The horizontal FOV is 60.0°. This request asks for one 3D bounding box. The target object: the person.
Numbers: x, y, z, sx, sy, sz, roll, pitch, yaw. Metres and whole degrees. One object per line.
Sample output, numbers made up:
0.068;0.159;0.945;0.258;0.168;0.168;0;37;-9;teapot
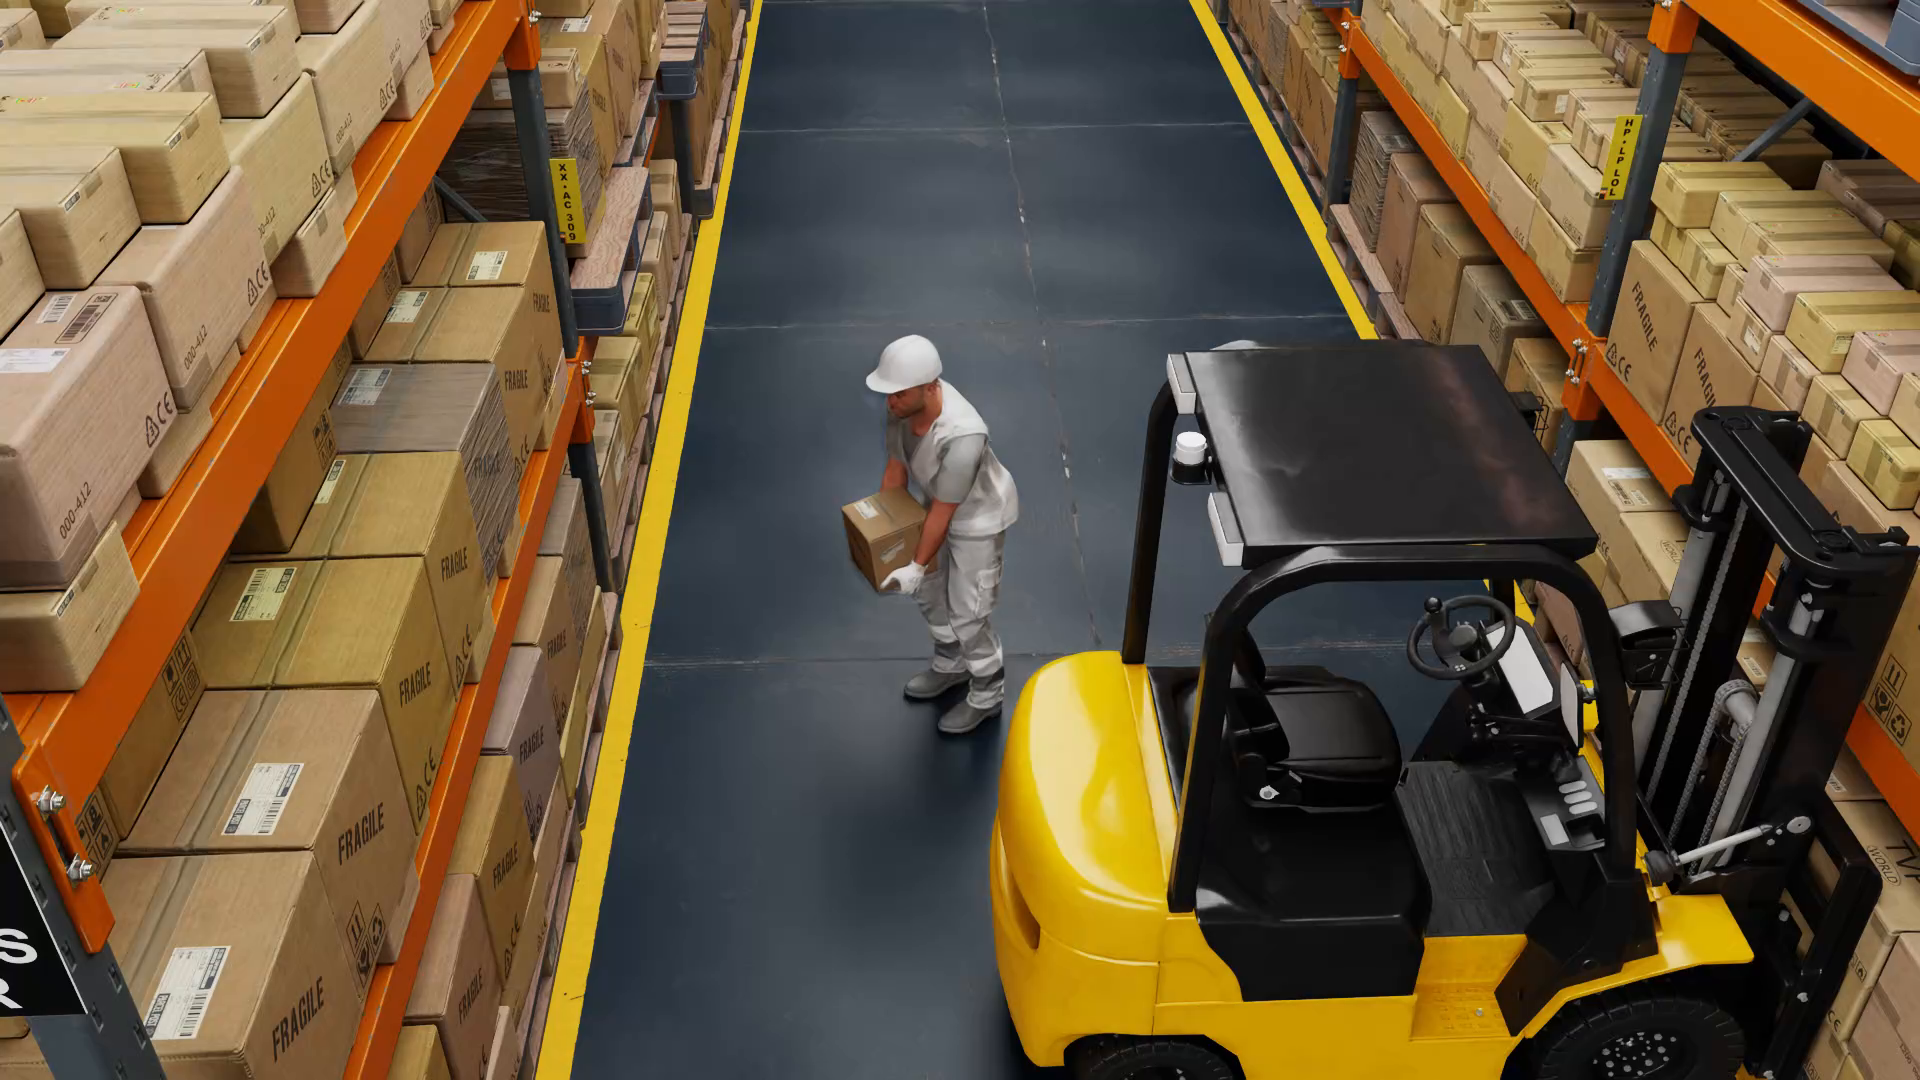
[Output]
-0.085;-0.019;6.204;0.615;1.726;0.496;-20;40;-26;person
